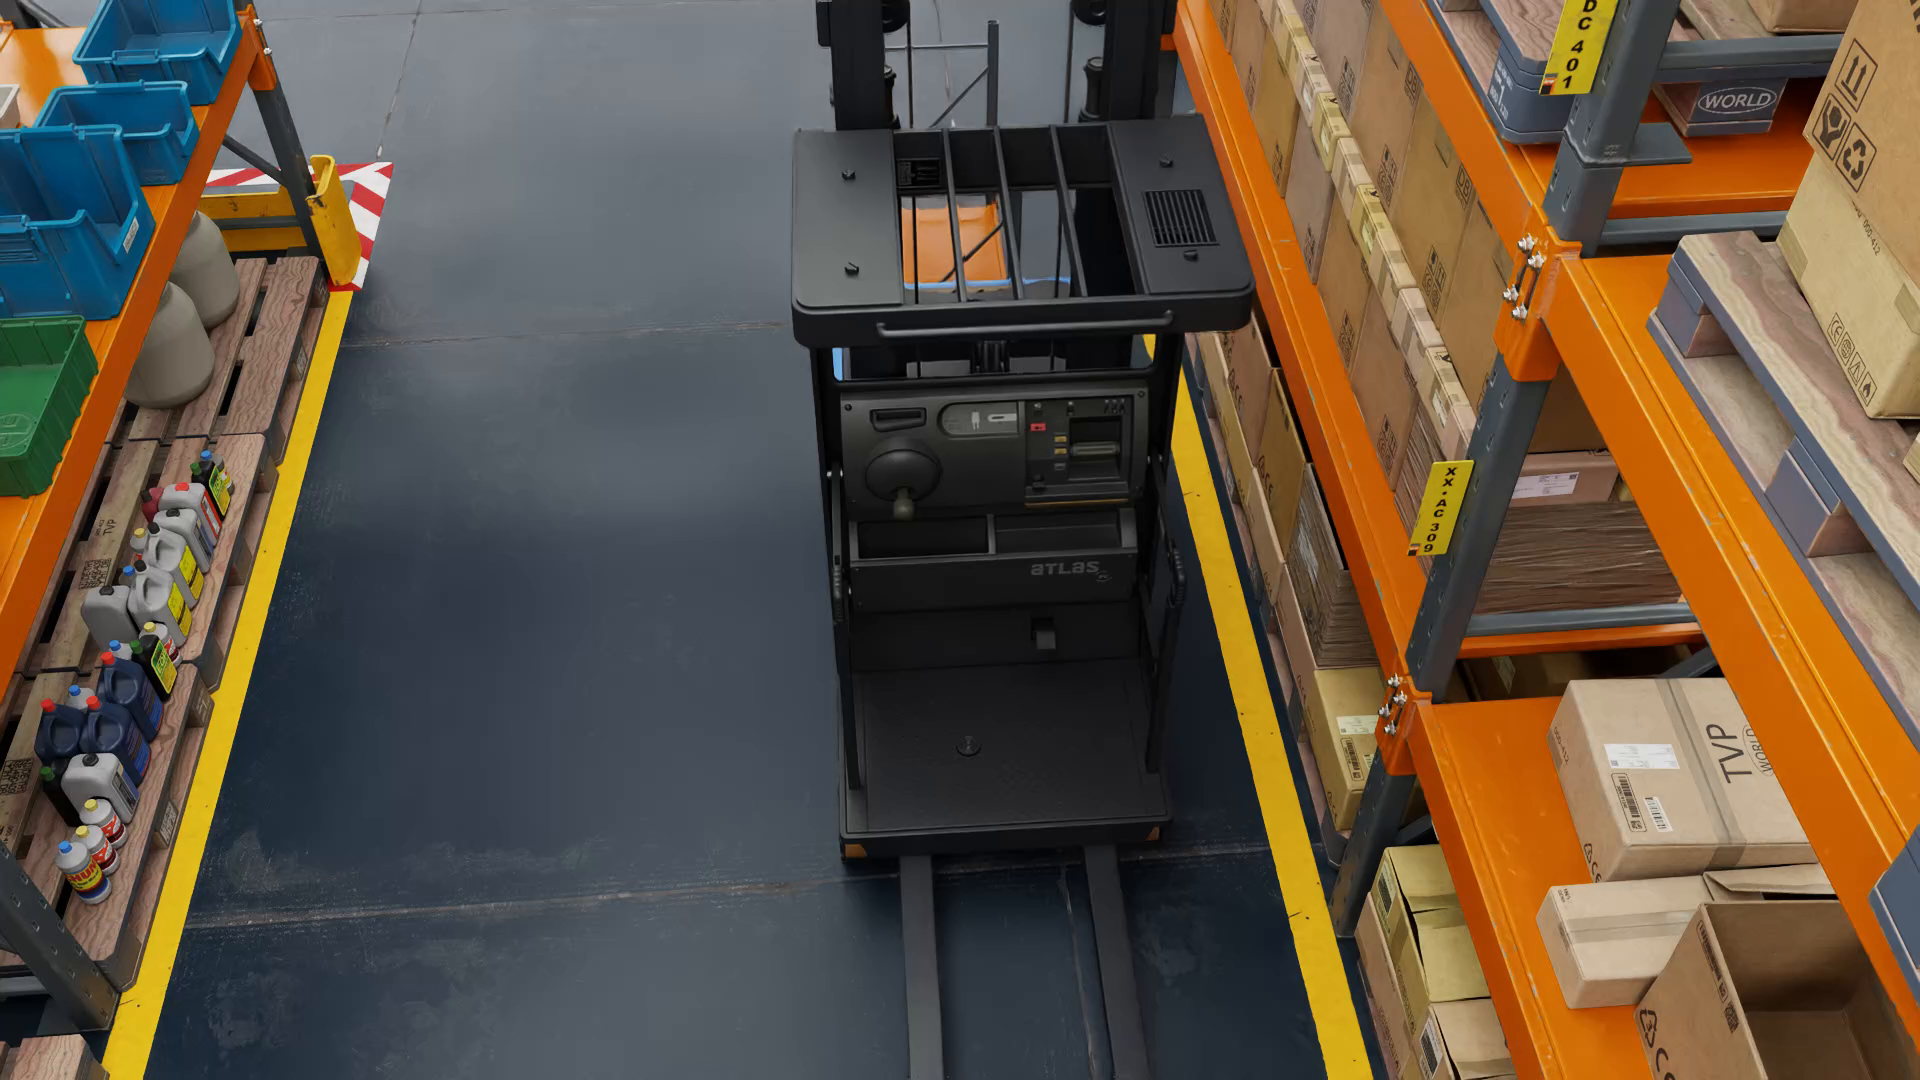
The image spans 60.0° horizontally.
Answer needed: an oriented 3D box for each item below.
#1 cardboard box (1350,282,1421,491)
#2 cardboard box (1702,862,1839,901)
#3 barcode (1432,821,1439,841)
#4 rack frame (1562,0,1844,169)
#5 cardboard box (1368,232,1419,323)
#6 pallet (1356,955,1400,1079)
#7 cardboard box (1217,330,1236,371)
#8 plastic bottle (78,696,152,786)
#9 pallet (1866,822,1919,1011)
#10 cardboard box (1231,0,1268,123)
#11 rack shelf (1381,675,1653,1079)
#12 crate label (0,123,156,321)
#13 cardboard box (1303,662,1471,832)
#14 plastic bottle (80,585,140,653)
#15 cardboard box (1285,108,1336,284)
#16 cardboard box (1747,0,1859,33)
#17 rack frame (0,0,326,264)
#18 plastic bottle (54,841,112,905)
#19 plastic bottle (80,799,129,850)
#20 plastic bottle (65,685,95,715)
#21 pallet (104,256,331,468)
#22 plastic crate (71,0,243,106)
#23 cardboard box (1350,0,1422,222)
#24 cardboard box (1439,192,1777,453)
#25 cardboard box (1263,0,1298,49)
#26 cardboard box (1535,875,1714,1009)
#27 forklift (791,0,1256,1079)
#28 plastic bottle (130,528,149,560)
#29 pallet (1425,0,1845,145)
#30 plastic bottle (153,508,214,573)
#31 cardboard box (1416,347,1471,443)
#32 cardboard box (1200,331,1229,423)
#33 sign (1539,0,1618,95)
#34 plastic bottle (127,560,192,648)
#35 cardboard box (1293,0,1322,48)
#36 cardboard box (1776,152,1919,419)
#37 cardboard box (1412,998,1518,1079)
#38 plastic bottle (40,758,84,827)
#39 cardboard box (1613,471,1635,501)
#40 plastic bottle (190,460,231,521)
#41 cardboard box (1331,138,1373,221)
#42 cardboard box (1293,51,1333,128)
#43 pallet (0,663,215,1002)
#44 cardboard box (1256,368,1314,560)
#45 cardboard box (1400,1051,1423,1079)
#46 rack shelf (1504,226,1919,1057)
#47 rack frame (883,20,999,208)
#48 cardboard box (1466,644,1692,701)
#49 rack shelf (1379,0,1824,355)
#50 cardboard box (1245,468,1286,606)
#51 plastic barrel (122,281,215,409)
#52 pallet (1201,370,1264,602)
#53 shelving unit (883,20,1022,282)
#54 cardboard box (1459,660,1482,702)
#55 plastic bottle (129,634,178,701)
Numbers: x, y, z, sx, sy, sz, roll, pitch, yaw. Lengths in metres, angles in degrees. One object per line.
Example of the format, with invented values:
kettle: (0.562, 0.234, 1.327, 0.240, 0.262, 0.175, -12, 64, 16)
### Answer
cardboard box: (1.643, -0.522, 5.109, 0.700, 0.500, 0.500, -4, 47, -4)
cardboard box: (1.994, 0.886, 3.938, 0.396, 0.266, 0.258, -5, 47, -4)
barcode: (1.343, 0.803, 4.681, 0.001, 0.075, 0.075, -3, 47, -3)
rack frame: (1.737, -1.848, 2.303, 1.000, 3.000, 0.127, -3, 47, -3)
cardboard box: (1.435, -0.785, 4.912, 0.380, 0.149, 0.250, -4, 47, -3)
pallet: (1.838, 1.704, 4.991, 1.003, 0.211, 1.213, -3, 47, -3)
cardboard box: (1.324, -1.012, 6.731, 0.500, 0.500, 0.500, -3, 47, -3)
plastic bottle: (-2.853, 0.663, 5.577, 0.144, 0.351, 0.185, -2, 47, -2)
pallet: (1.829, 0.848, 1.945, 1.003, 0.211, 1.213, -2, 47, -1)
cardboard box: (1.477, -1.996, 6.505, 0.700, 0.500, 0.500, -2, 47, -2)
rack shelf: (1.904, 1.909, 3.372, 1.077, 0.370, 4.000, -3, 47, -3)
crate label: (-3.111, -1.078, 5.681, 0.502, 0.435, 0.616, -3, 47, -3)
cardboard box: (1.480, 0.693, 5.632, 0.500, 0.250, 0.500, -3, 47, -3)
plastic bottle: (-3.050, 0.272, 5.999, 0.152, 0.276, 0.135, -3, 47, -3)
cardboard box: (1.561, -1.255, 5.804, 0.700, 0.500, 0.500, -2, 47, -2)
cardboard box: (1.958, -1.424, 3.512, 0.500, 0.500, 0.500, 0, 47, 0)
rack frame: (-3.534, -2.381, 6.939, 1.000, 3.000, 0.127, -3, 47, -3)
plastic bottle: (-2.789, 1.043, 5.273, 0.097, 0.271, 0.097, 0, 47, 0)
plastic bottle: (-2.806, 0.920, 5.437, 0.097, 0.201, 0.097, 0, 47, 0)
plastic bottle: (-2.986, 0.593, 5.699, 0.097, 0.271, 0.097, 0, 47, 0)
pallet: (-3.418, -0.782, 7.345, 1.003, 0.211, 1.213, -3, 47, -3)
plastic crate: (-3.194, -1.986, 6.667, 0.499, 0.251, 0.616, -3, 47, -3)
cardboard box: (1.609, -1.314, 4.967, 0.700, 0.500, 0.500, -4, 47, -3)
cardboard box: (1.694, -0.587, 4.277, 0.700, 0.500, 0.500, -3, 47, -3)
cardboard box: (1.308, -1.893, 5.961, 0.380, 0.149, 0.250, -5, 47, -5)
cardboard box: (1.607, 0.954, 3.953, 0.380, 0.149, 0.250, -3, 47, -3)
forklift: (0.124, -0.173, 4.895, 1.130, 2.935, 3.031, -3, 47, -3)
plastic bottle: (-3.061, 0.037, 6.273, 0.097, 0.201, 0.097, 0, 47, 0)
pallet: (1.640, -1.402, 4.007, 1.003, 0.211, 1.213, -3, 47, -3)
plastic bottle: (-2.938, -0.009, 6.266, 0.152, 0.276, 0.135, -5, 47, -4)
cardboard box: (1.482, -0.406, 4.553, 0.380, 0.149, 0.250, -4, 47, -4)
cardboard box: (1.312, -0.754, 7.002, 0.500, 0.250, 0.500, -3, 47, -3)
sign: (1.184, -0.987, 3.142, 0.100, 0.325, 0.005, -3, 47, -3)
plastic bottle: (-2.905, 0.219, 5.998, 0.144, 0.351, 0.185, -4, 47, -4)
cardboard box: (1.525, -2.038, 5.652, 0.700, 0.500, 0.500, -3, 47, -3)
cardboard box: (1.779, -0.463, 2.871, 0.500, 0.250, 0.500, 1, 47, 1)
cardboard box: (1.560, 1.499, 4.482, 0.500, 0.311, 0.500, -4, 47, -4)
plastic bottle: (-2.950, 0.813, 5.482, 0.061, 0.283, 0.133, -3, 47, -3)
cardboard box: (1.907, -0.249, 4.404, 0.380, 0.149, 0.250, -4, 47, -3)
plastic bottle: (-2.916, -0.213, 6.453, 0.061, 0.283, 0.133, -2, 47, -2)
cardboard box: (1.396, -1.145, 5.253, 0.380, 0.149, 0.250, -2, 47, -2)
cardboard box: (1.348, -1.528, 5.615, 0.380, 0.149, 0.250, -3, 47, -3)
pallet: (-3.214, 0.983, 5.673, 1.003, 0.211, 1.213, -3, 47, -3)
cardboard box: (1.404, -0.288, 6.045, 0.500, 0.500, 0.500, -3, 47, -3)
cardboard box: (1.565, 1.692, 4.686, 0.500, 0.250, 0.500, -2, 47, -2)
rack shelf: (1.904, 0.878, 2.283, 1.077, 0.370, 4.000, -3, 47, -3)
rack frame: (-0.095, -1.544, 7.179, 0.500, 1.500, 0.032, -3, 47, -3)
cardboard box: (2.010, 0.403, 5.390, 0.500, 0.500, 0.500, -3, 47, -3)
rack shelf: (1.570, -2.017, 5.023, 1.077, 0.370, 4.000, -3, 47, -3)
cardboard box: (1.392, -0.030, 6.317, 0.500, 0.250, 0.500, -3, 47, -3)
plastic barrel: (-3.361, -0.836, 6.900, 0.421, 0.512, 0.421, 0, 47, 0)
pallet: (1.607, -0.289, 6.878, 1.003, 0.211, 1.213, -3, 47, -3)
shelving unit: (-0.060, -1.169, 6.824, 0.587, 1.500, 1.083, -3, 47, -3)
cardboard box: (2.000, 0.662, 5.662, 0.500, 0.250, 0.500, -3, 47, -3)
plastic bottle: (-2.842, 0.428, 5.847, 0.061, 0.283, 0.133, -2, 47, -2)
